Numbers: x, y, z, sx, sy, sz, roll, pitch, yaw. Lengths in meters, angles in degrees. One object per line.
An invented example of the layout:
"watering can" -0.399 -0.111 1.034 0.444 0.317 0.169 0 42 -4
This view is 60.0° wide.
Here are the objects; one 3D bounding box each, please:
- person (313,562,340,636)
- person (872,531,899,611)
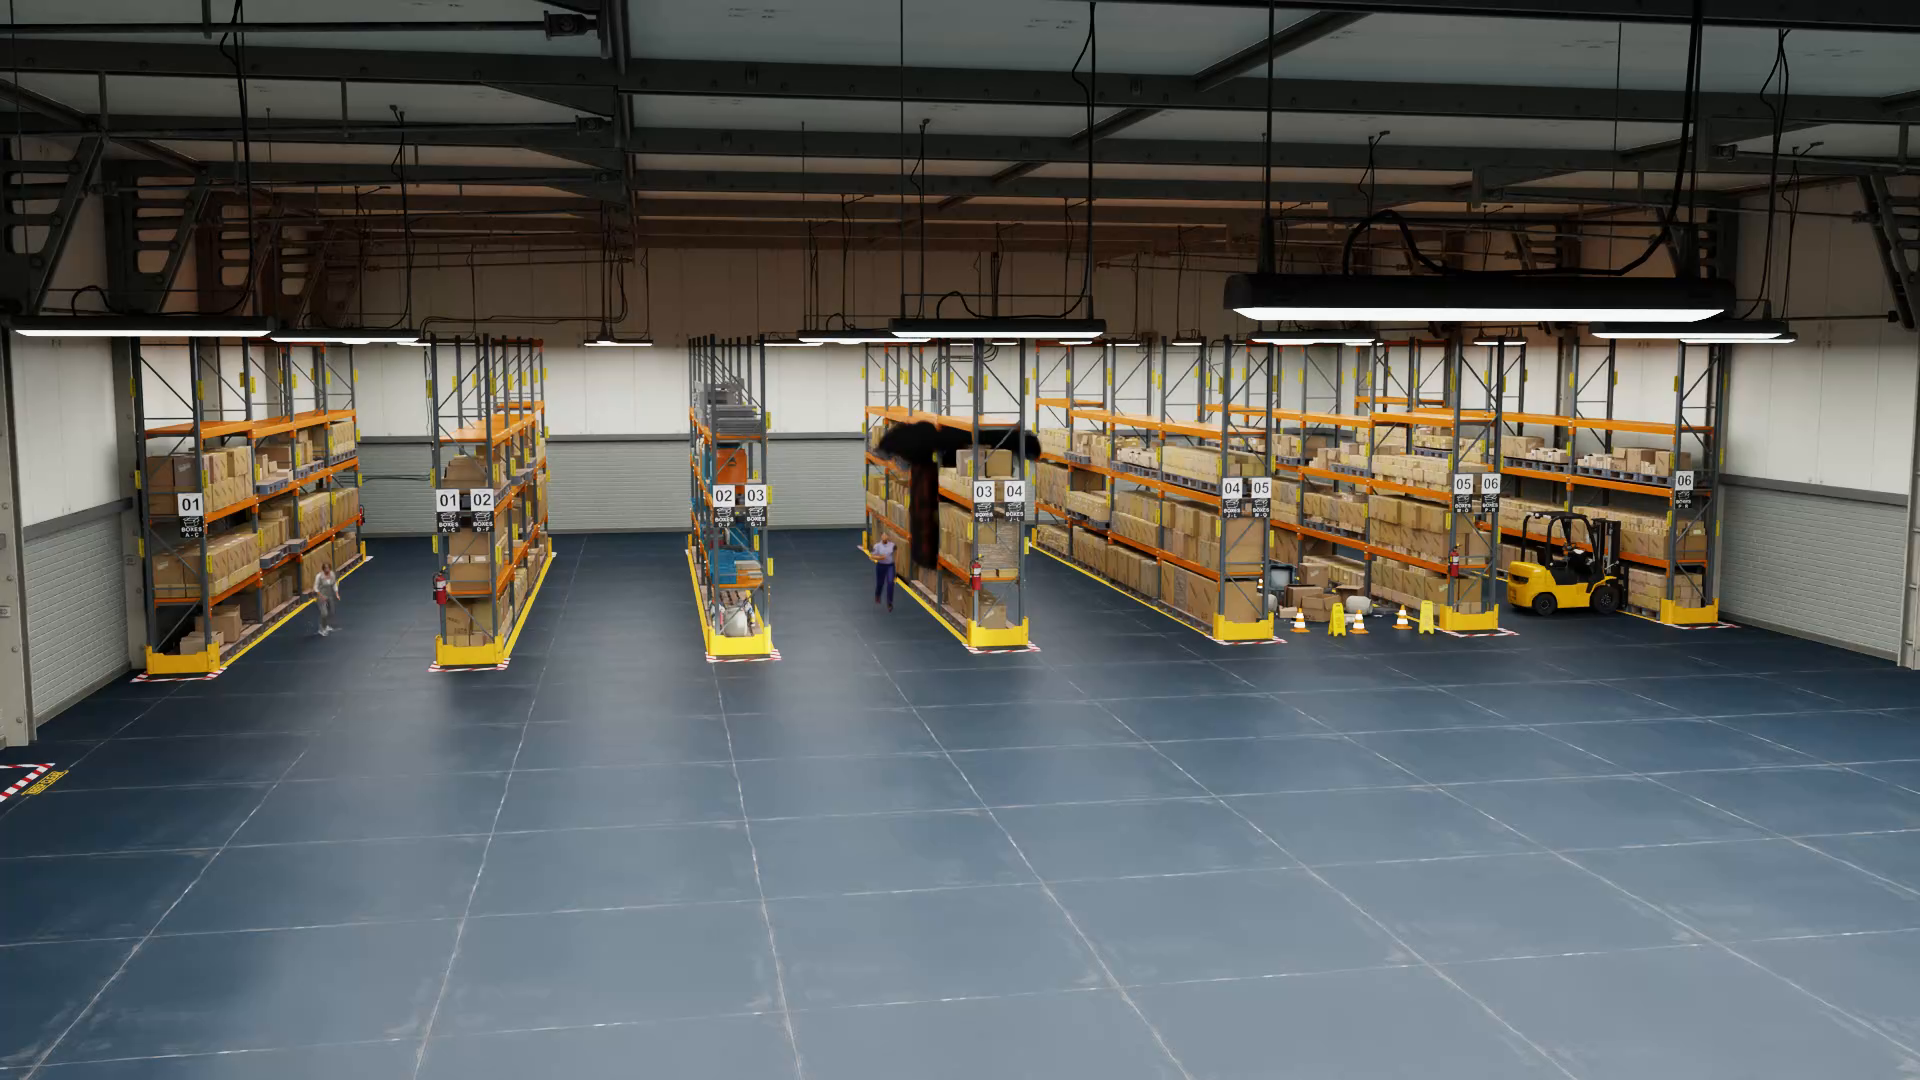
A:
"person" -12.748 1.171 33.309 0.701 1.533 0.507 5 8 38
"person" -1.615 0.642 35.922 0.595 1.691 0.882 -1 7 -5
